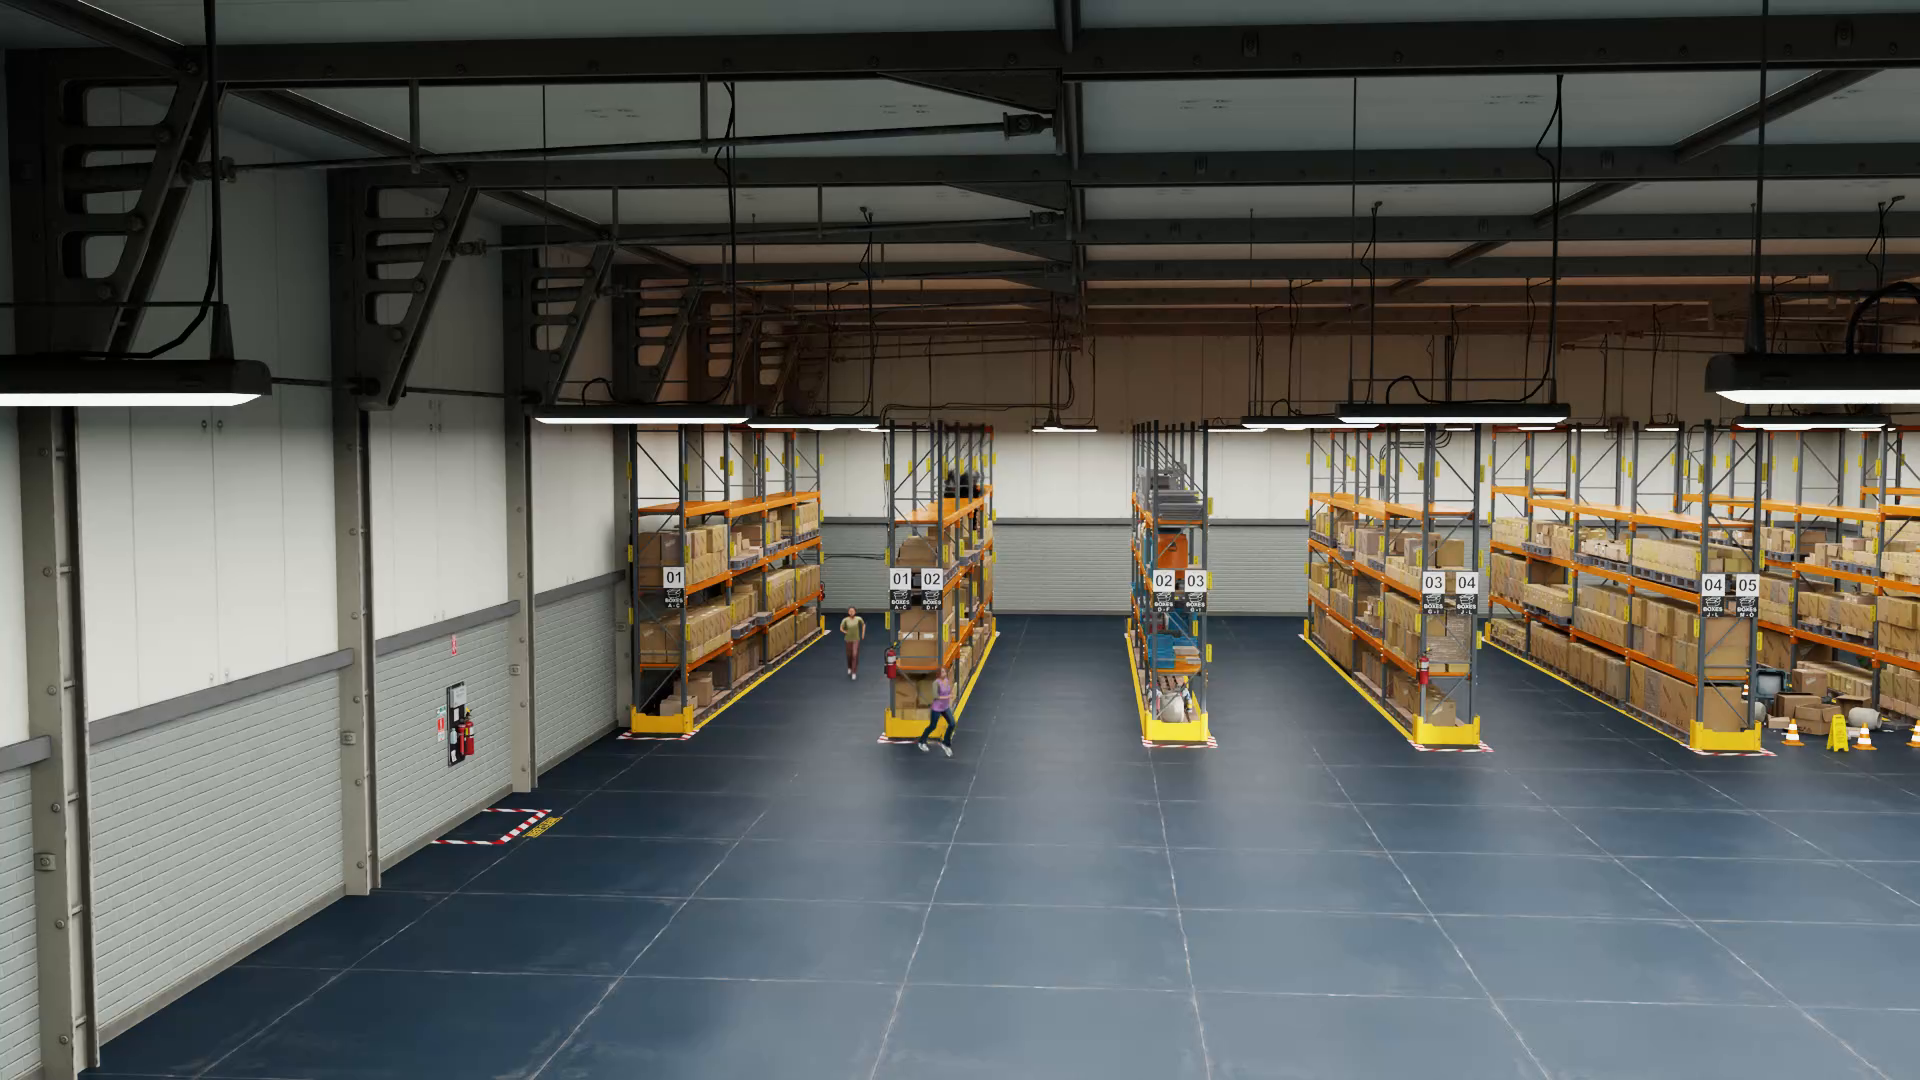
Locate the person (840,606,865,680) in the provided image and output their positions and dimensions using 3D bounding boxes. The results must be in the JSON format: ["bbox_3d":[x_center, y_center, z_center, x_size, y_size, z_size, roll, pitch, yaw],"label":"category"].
[{"bbox_3d":[-2.540,2.401,39.242,0.593,1.696,0.856,0,4,-2],"label":"person"}]

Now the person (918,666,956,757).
[{"bbox_3d":[-0.364,3.045,29.697,0.834,1.623,0.547,3,5,44],"label":"person"}]

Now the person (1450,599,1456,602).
[{"bbox_3d":[13.414,2.028,44.484,0.673,1.770,0.837,1,4,11],"label":"person"}]

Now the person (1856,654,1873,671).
[{"bbox_3d":[21.621,2.328,39.697,0.695,1.783,0.667,0,4,5],"label":"person"}]
